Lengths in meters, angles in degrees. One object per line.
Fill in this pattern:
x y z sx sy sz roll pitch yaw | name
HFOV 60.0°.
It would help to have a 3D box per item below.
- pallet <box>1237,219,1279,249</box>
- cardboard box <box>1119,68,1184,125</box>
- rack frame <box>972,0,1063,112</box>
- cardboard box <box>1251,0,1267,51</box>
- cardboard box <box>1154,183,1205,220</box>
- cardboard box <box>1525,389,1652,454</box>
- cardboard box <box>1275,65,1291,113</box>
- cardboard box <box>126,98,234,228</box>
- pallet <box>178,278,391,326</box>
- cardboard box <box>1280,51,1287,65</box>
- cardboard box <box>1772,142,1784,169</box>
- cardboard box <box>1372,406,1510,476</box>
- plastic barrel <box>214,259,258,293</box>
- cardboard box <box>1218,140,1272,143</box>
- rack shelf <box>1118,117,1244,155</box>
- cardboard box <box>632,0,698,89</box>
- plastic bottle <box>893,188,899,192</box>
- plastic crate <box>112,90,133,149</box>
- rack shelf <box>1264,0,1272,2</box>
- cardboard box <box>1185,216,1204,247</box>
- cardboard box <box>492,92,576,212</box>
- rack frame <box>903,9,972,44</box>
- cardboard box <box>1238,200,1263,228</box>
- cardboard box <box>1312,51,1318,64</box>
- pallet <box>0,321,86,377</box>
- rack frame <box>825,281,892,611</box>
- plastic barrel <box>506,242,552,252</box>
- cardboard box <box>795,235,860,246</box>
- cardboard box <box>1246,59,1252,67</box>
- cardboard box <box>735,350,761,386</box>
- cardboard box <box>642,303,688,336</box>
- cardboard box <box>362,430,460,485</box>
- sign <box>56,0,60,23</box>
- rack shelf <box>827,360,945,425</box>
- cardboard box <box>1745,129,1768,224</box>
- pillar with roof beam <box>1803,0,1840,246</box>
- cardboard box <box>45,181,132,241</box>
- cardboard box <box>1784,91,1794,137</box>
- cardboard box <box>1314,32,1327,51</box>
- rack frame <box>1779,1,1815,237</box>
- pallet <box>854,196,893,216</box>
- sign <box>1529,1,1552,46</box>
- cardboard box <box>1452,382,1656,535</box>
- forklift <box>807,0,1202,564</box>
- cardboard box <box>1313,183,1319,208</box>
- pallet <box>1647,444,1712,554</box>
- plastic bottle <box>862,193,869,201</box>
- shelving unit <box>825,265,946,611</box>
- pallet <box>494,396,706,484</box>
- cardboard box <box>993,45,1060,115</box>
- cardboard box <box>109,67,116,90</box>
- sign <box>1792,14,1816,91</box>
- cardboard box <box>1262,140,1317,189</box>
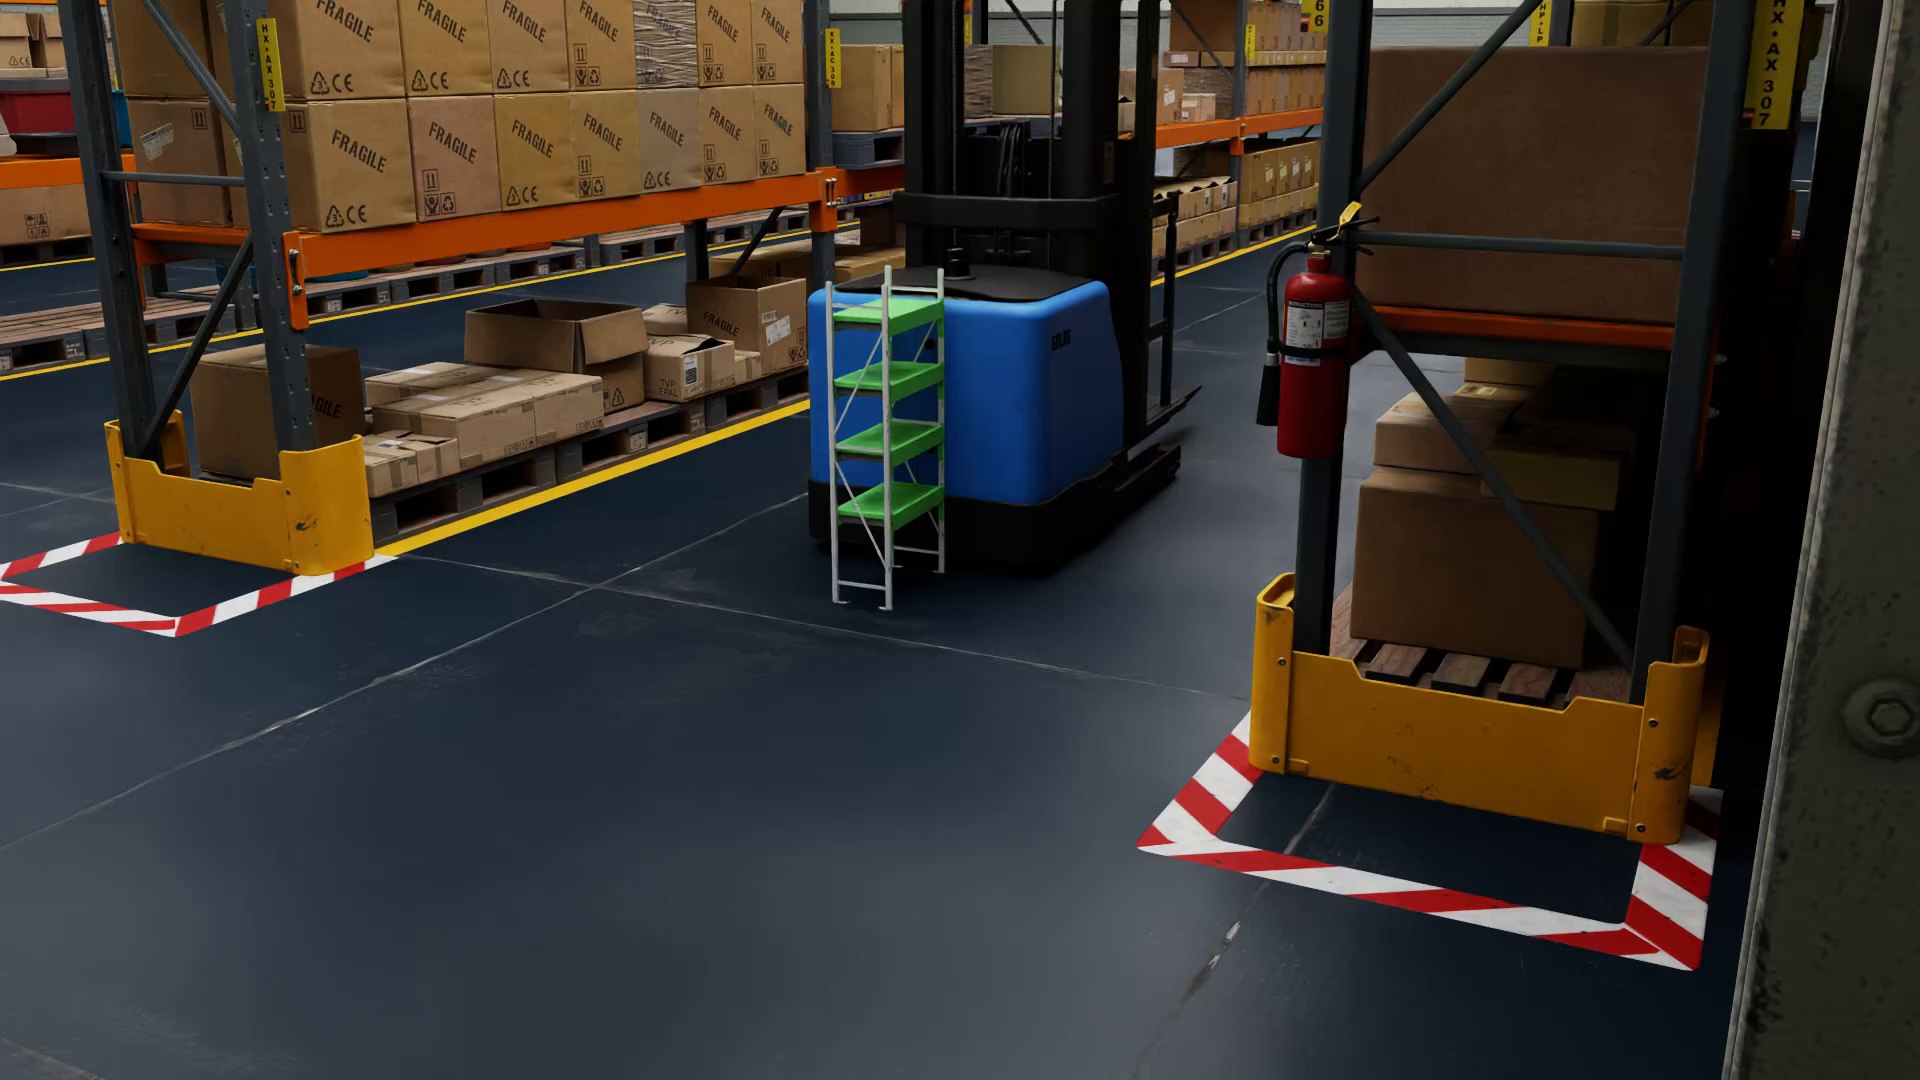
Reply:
2.750 -3.304 17.778 1.003 0.211 1.213 8 18 25 | pallet
1.764 -4.164 15.600 0.500 0.500 0.500 10 19 29 | cardboard box
0.570 -3.425 13.287 1.000 3.000 0.127 8 18 25 | rack frame
2.775 -5.356 17.335 0.700 0.500 0.500 8 18 25 | cardboard box
1.981 -3.196 15.623 0.500 0.311 0.500 8 18 25 | cardboard box
2.113 -0.398 5.611 0.380 0.149 0.250 8 18 26 | cardboard box
3.235 -4.999 18.410 0.700 0.500 0.500 9 19 27 | cardboard box
-3.048 -1.584 6.913 0.500 0.500 0.500 9 19 27 | cardboard box
-5.265 -1.892 13.022 1.003 0.211 1.213 8 18 25 | pallet
3.340 -5.241 18.088 0.380 0.149 0.250 8 18 25 | cardboard box
4.689 -2.301 9.910 0.380 0.149 0.250 8 18 24 | cardboard box
1.546 -0.319 5.343 0.380 0.149 0.250 8 18 25 | cardboard box
-5.389 -2.369 12.680 0.600 0.901 0.708 8 18 25 | plastic barrel
3.272 -4.340 19.144 0.500 0.500 0.500 8 18 25 | cardboard box
1.464 -3.589 15.104 1.077 0.370 4.000 8 18 25 | rack shelf
-1.664 -2.512 8.283 0.500 0.500 0.500 8 18 26 | cardboard box
-0.851 -4.415 20.630 0.152 0.276 0.135 8 18 26 | plastic bottle
-5.551 -2.896 11.429 0.392 0.384 0.575 8 18 25 | plastic crate
3.251 -6.046 18.108 1.077 0.370 4.000 8 18 25 | rack shelf
1.975 -2.925 15.697 0.500 0.250 0.500 9 19 27 | cardboard box
-2.118 -1.774 7.553 0.500 0.500 0.500 8 18 25 | cardboard box
-0.285 -6.094 22.273 1.000 3.000 0.127 8 18 25 | rack frame
2.836 -3.406 17.317 0.500 0.250 0.500 8 18 25 | cardboard box
3.914 -5.568 19.187 0.380 0.149 0.250 8 18 25 | cardboard box
-6.485 -1.196 10.681 1.003 0.211 1.213 8 18 25 | pallet
-0.363 -0.327 6.019 0.240 1.200 0.015 7 18 22 | rack frame
-4.063 -3.090 15.234 0.600 0.830 0.708 8 18 25 | plastic barrel
-0.801 -1.833 11.546 0.500 0.500 0.500 8 18 26 | cardboard box
2.763 -4.910 16.973 0.380 0.149 0.250 8 18 26 | cardboard box
-1.332 -0.966 9.242 0.380 0.149 0.250 8 18 25 | cardboard box
-1.599 -1.249 9.909 0.500 0.311 0.500 8 18 25 | cardboard box
-2.399 -0.366 7.193 0.380 0.166 0.250 8 18 25 | cardboard box
-3.492 -2.169 6.471 0.100 0.325 0.005 8 18 25 | sign
-0.268 -0.560 6.184 0.258 0.148 0.480 7 18 22 | rack shelf
2.959 -1.784 7.237 0.980 0.700 0.700 8 19 26 | cardboard box
5.188 -7.968 18.048 9.100 9.000 0.400 8 18 25 | pillar with roof beam
-9.023 -3.470 16.432 1.225 0.875 0.875 8 18 26 | cardboard box
5.028 -2.842 10.591 0.500 0.500 0.500 8 18 26 | cardboard box
3.901 -6.002 19.508 0.700 0.500 0.500 8 18 26 | cardboard box
8.578 -4.833 18.029 1.000 3.000 0.127 8 18 25 | rack frame
-1.191 -4.216 20.847 1.003 0.211 1.213 8 18 25 | pallet
2.726 -2.360 7.808 0.100 0.325 0.005 8 18 25 | sign
2.331 -0.344 6.568 0.700 0.500 0.500 9 19 27 | cardboard box
0.420 -1.687 7.555 1.130 2.935 3.031 7 18 22 | forklift
3.957 -4.043 19.459 0.500 0.250 0.500 8 18 25 | cardboard box
2.806 -0.256 7.516 1.003 0.211 1.213 8 18 25 | pallet
-1.145 -4.221 19.966 0.061 0.283 0.133 9 19 28 | plastic bottle
-0.268 -0.391 6.234 0.258 1.200 0.503 7 18 22 | shelving unit
-2.069 -0.582 8.615 1.003 0.211 1.213 8 18 25 | pallet
0.389 -3.499 12.625 0.700 0.500 0.500 2 17 7 | cardboard box
-8.518 -4.451 16.565 0.500 0.500 0.500 8 18 25 | cardboard box
3.713 -2.159 7.367 0.100 0.325 0.005 8 18 25 | sign
3.737 -4.274 18.921 0.500 0.500 0.500 8 18 25 | cardboard box
